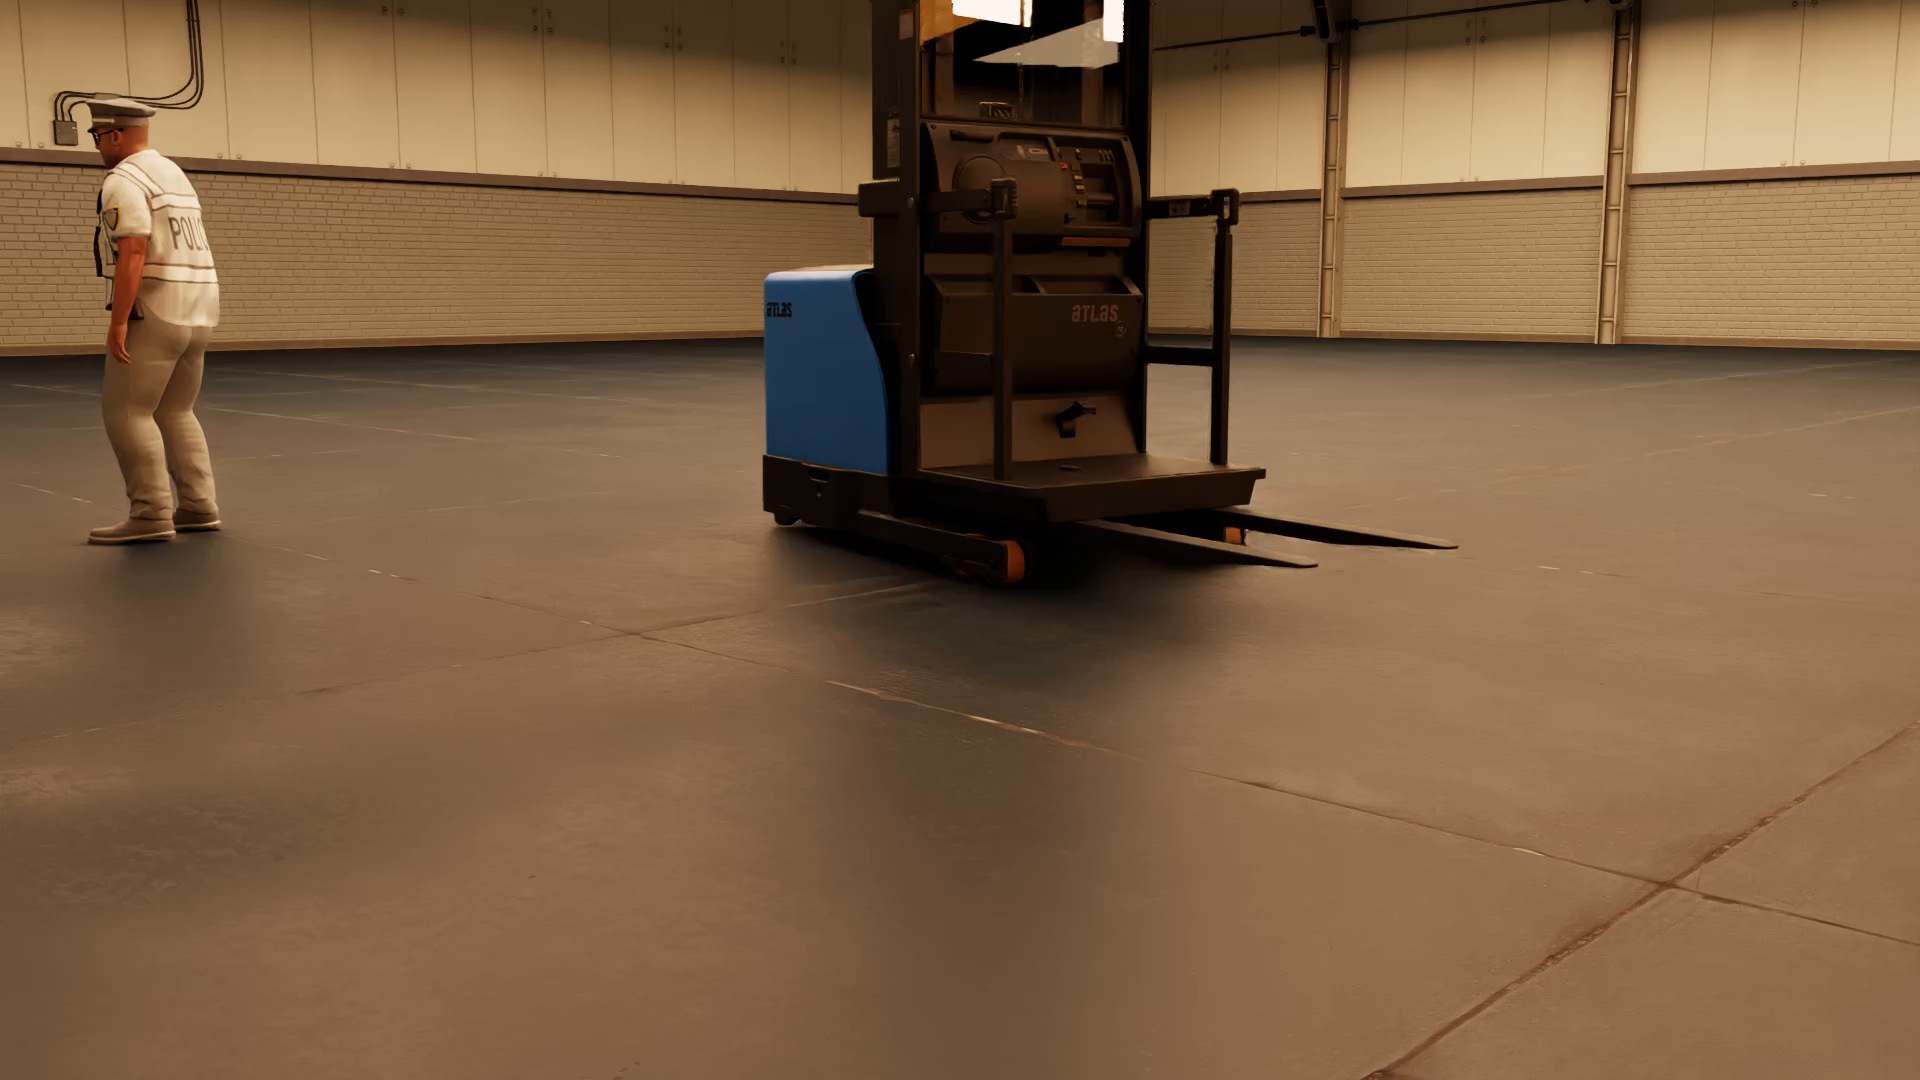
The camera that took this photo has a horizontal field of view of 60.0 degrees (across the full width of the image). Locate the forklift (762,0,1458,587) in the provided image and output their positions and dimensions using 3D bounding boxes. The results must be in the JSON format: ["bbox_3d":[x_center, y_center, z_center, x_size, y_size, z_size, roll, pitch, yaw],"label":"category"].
[{"bbox_3d":[0.403,-1.369,5.964,1.130,2.935,3.031,-6,10,-34],"label":"forklift"}]

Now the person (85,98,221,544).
[{"bbox_3d":[-3.253,-0.879,6.709,0.454,1.753,0.589,0,9,3],"label":"person"}]
